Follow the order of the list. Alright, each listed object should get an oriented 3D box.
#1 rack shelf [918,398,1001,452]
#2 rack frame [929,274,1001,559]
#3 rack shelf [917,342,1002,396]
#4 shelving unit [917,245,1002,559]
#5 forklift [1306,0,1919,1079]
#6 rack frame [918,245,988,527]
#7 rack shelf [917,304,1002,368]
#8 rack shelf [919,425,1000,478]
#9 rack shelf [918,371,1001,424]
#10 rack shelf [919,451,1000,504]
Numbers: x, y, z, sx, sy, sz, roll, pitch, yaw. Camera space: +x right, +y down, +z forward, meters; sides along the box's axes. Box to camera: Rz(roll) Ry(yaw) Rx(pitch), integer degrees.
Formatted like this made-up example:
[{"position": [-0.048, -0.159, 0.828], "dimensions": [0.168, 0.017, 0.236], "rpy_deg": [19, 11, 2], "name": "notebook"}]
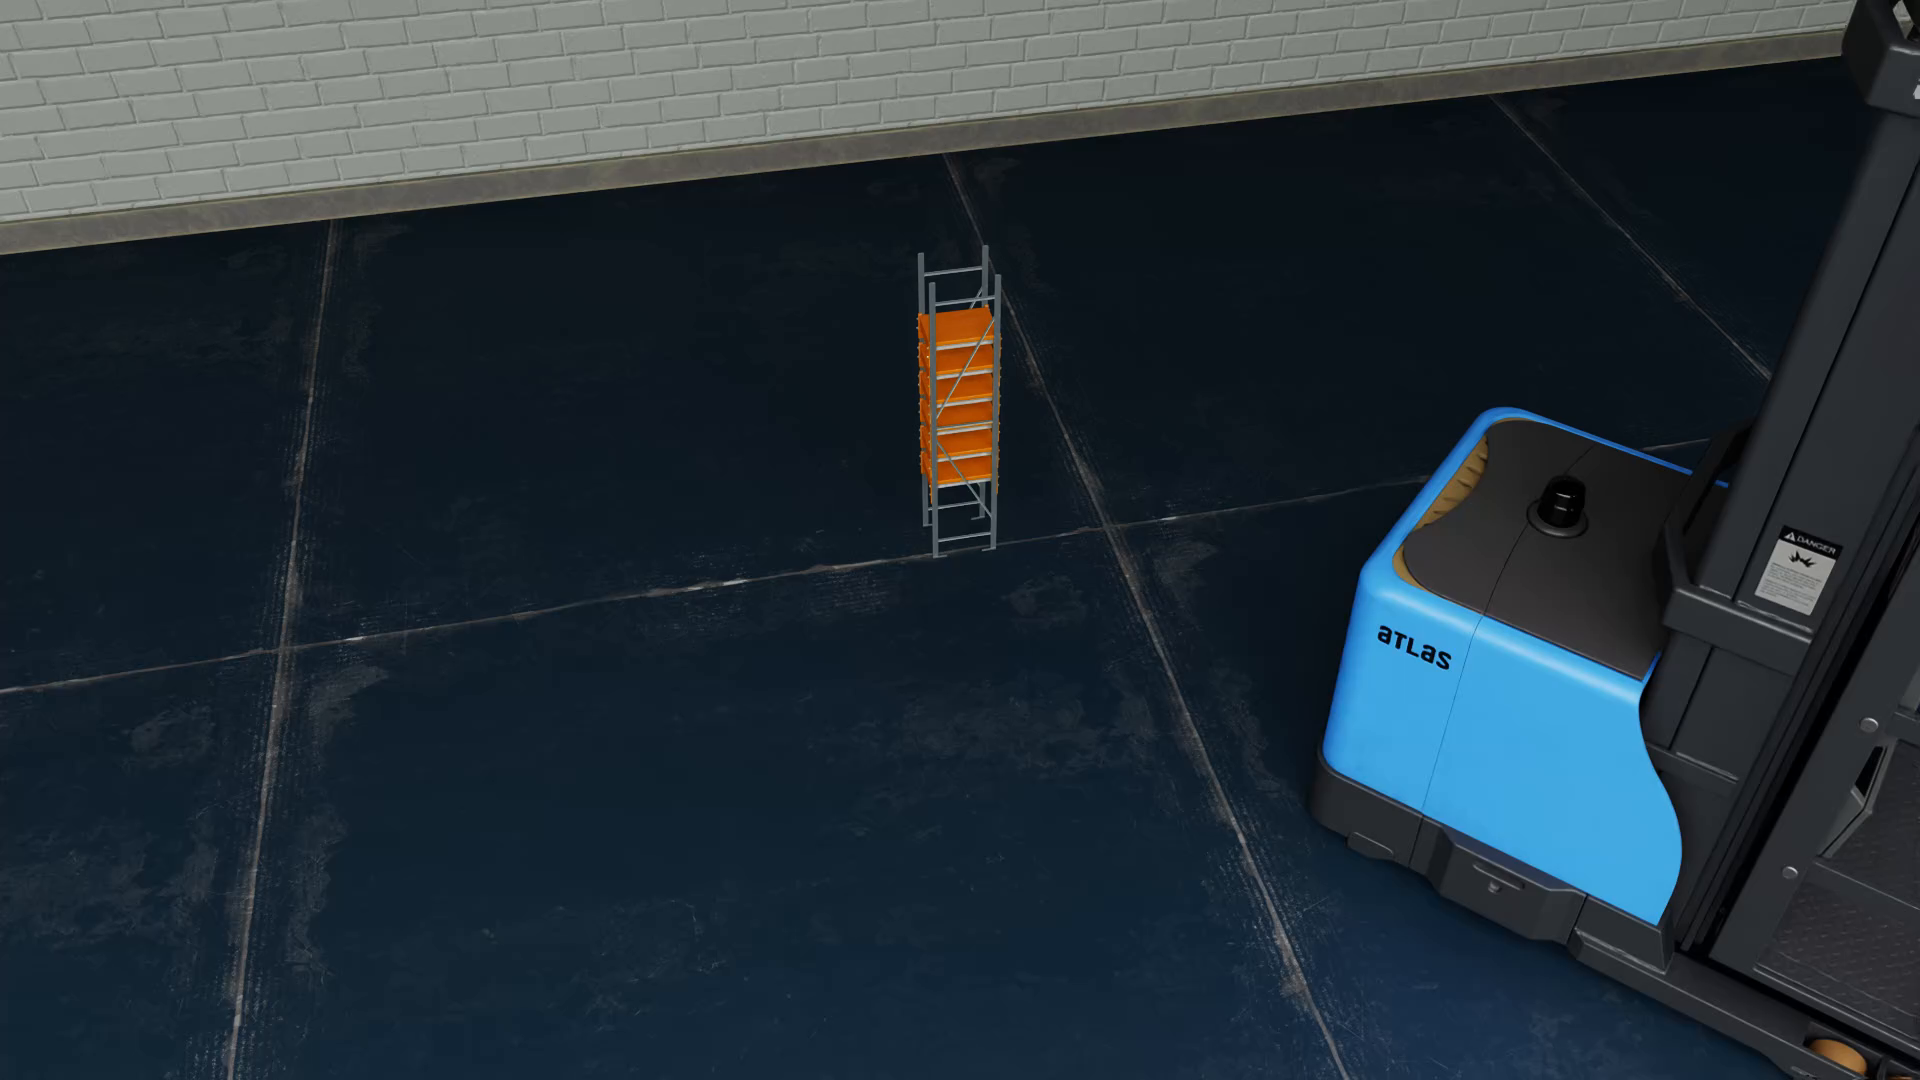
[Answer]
[{"position": [-0.003, -0.425, 5.892], "dimensions": [0.258, 0.103, 0.180], "rpy_deg": [-8, 42, -9], "name": "rack shelf"}, {"position": [0.017, -0.399, 5.795], "dimensions": [0.240, 1.200, 0.006], "rpy_deg": [-8, 42, -9], "name": "rack frame"}, {"position": [-0.003, -0.604, 5.732], "dimensions": [0.258, 0.103, 0.180], "rpy_deg": [-8, 42, -9], "name": "rack shelf"}, {"position": [-0.003, -0.458, 5.862], "dimensions": [0.258, 1.200, 0.189], "rpy_deg": [-8, 42, -9], "name": "shelving unit"}, {"position": [2.585, 0.096, 3.934], "dimensions": [3.031, 2.935, 1.130], "rpy_deg": [25, 47, 25], "name": "forklift"}, {"position": [-0.023, -0.517, 5.929], "dimensions": [0.240, 1.200, 0.006], "rpy_deg": [-8, 42, -9], "name": "rack frame"}, {"position": [-0.003, -0.694, 5.653], "dimensions": [0.258, 0.103, 0.180], "rpy_deg": [-8, 42, -9], "name": "rack shelf"}, {"position": [-0.003, -0.335, 5.971], "dimensions": [0.258, 0.103, 0.180], "rpy_deg": [-8, 42, -9], "name": "rack shelf"}, {"position": [-0.003, -0.515, 5.812], "dimensions": [0.258, 0.103, 0.180], "rpy_deg": [-8, 42, -9], "name": "rack shelf"}, {"position": [-0.003, -0.245, 6.051], "dimensions": [0.258, 0.103, 0.180], "rpy_deg": [-8, 42, -9], "name": "rack shelf"}]
